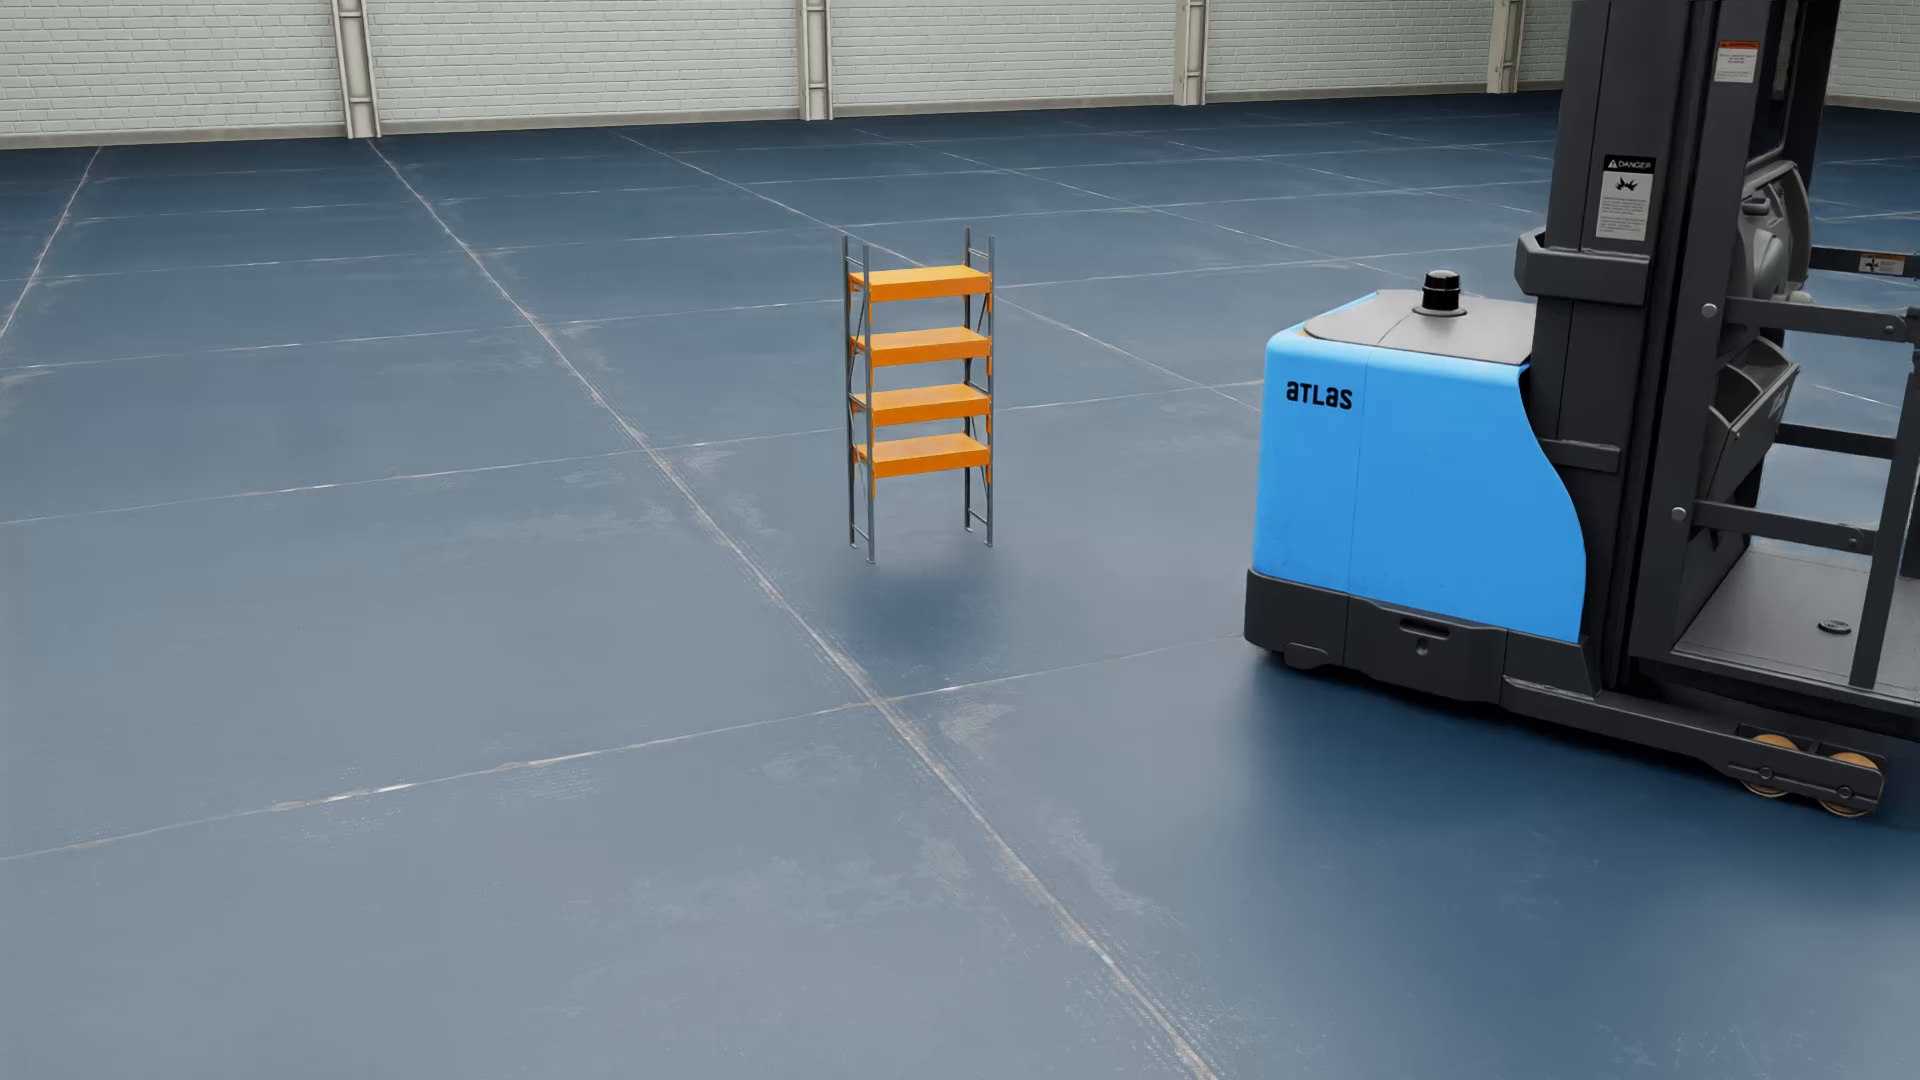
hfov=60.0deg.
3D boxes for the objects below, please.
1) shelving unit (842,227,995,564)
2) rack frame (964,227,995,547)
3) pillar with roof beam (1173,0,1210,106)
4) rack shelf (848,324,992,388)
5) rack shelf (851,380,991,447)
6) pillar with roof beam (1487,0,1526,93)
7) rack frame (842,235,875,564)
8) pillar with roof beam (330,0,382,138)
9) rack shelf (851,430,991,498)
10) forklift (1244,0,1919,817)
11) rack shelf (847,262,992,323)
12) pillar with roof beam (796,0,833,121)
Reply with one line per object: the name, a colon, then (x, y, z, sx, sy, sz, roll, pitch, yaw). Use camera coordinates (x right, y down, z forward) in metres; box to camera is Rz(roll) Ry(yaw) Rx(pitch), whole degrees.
shelving unit: (-0.152, -0.544, 6.261, 0.503, 1.200, 0.258, -8, 21, -22)
rack frame: (0.072, -0.576, 6.352, 0.015, 1.200, 0.240, -8, 21, -22)
pillar with roof beam: (5.207, -9.598, 20.231, 0.400, 9.000, 9.100, -8, 21, -22)
rack shelf: (-0.152, -0.692, 6.209, 0.480, 0.148, 0.258, -8, 21, -22)
rack shelf: (-0.152, -0.481, 6.283, 0.480, 0.148, 0.258, -8, 21, -22)
pillar with roof beam: (10.716, -10.387, 22.472, 0.400, 9.000, 9.100, -8, 21, -22)
rack frame: (-0.376, -0.512, 6.170, 0.015, 1.200, 0.240, -8, 21, -22)
pillar with roof beam: (-5.812, -8.019, 15.747, 0.400, 9.000, 9.100, -8, 21, -22)
rack shelf: (-0.152, -0.293, 6.349, 0.480, 0.148, 0.258, -8, 21, -22)
forklift: (2.424, -0.846, 4.510, 3.031, 2.935, 1.130, 13, 23, 33)
rack shelf: (-0.152, -0.915, 6.130, 0.480, 0.148, 0.258, -8, 21, -22)
pillar with roof beam: (-0.303, -8.808, 17.989, 0.400, 9.000, 9.100, -8, 21, -22)
